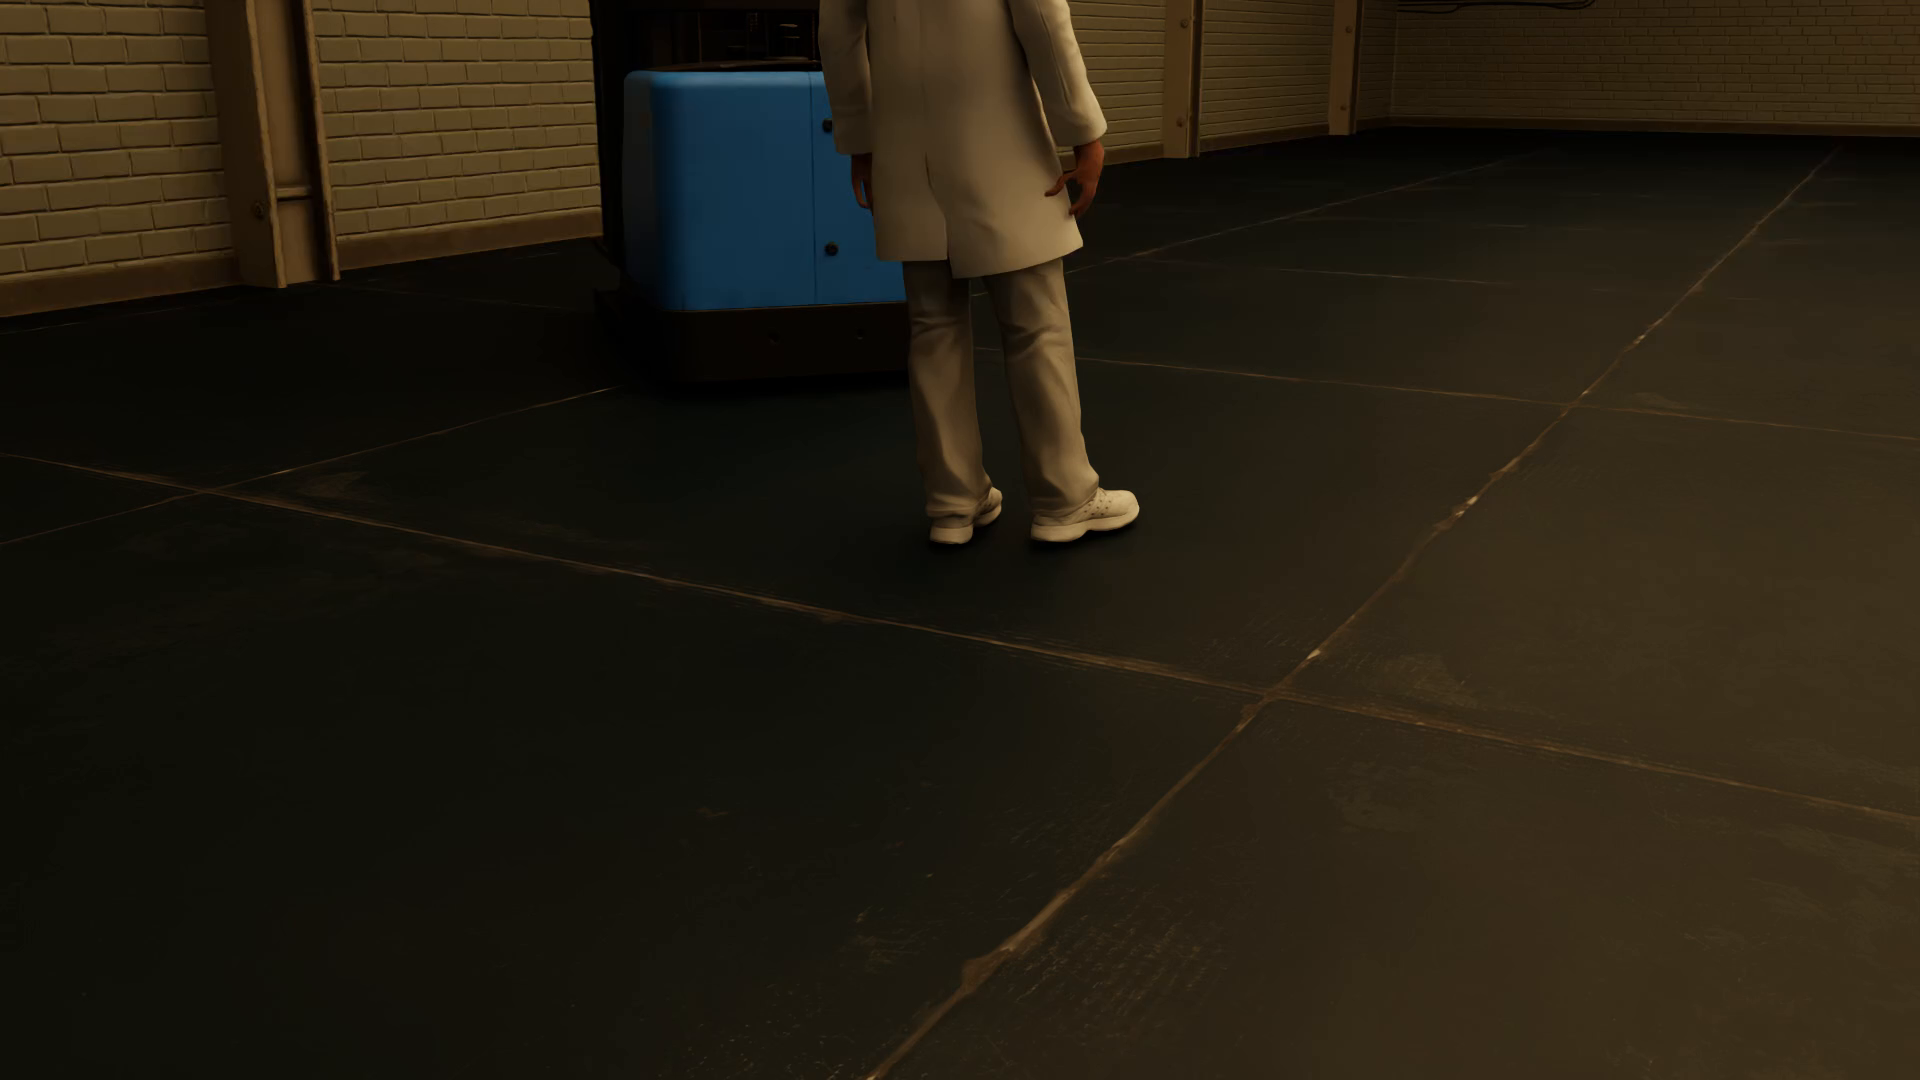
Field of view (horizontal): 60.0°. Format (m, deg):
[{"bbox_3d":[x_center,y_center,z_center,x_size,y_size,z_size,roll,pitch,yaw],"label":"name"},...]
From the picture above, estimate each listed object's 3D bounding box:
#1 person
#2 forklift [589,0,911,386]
[{"bbox_3d":[0.048,-0.882,3.863,0.698,1.779,0.577,9,19,28],"label":"person"},{"bbox_3d":[-0.948,-2.308,6.690,1.130,2.935,3.031,-5,17,-17],"label":"forklift"}]
